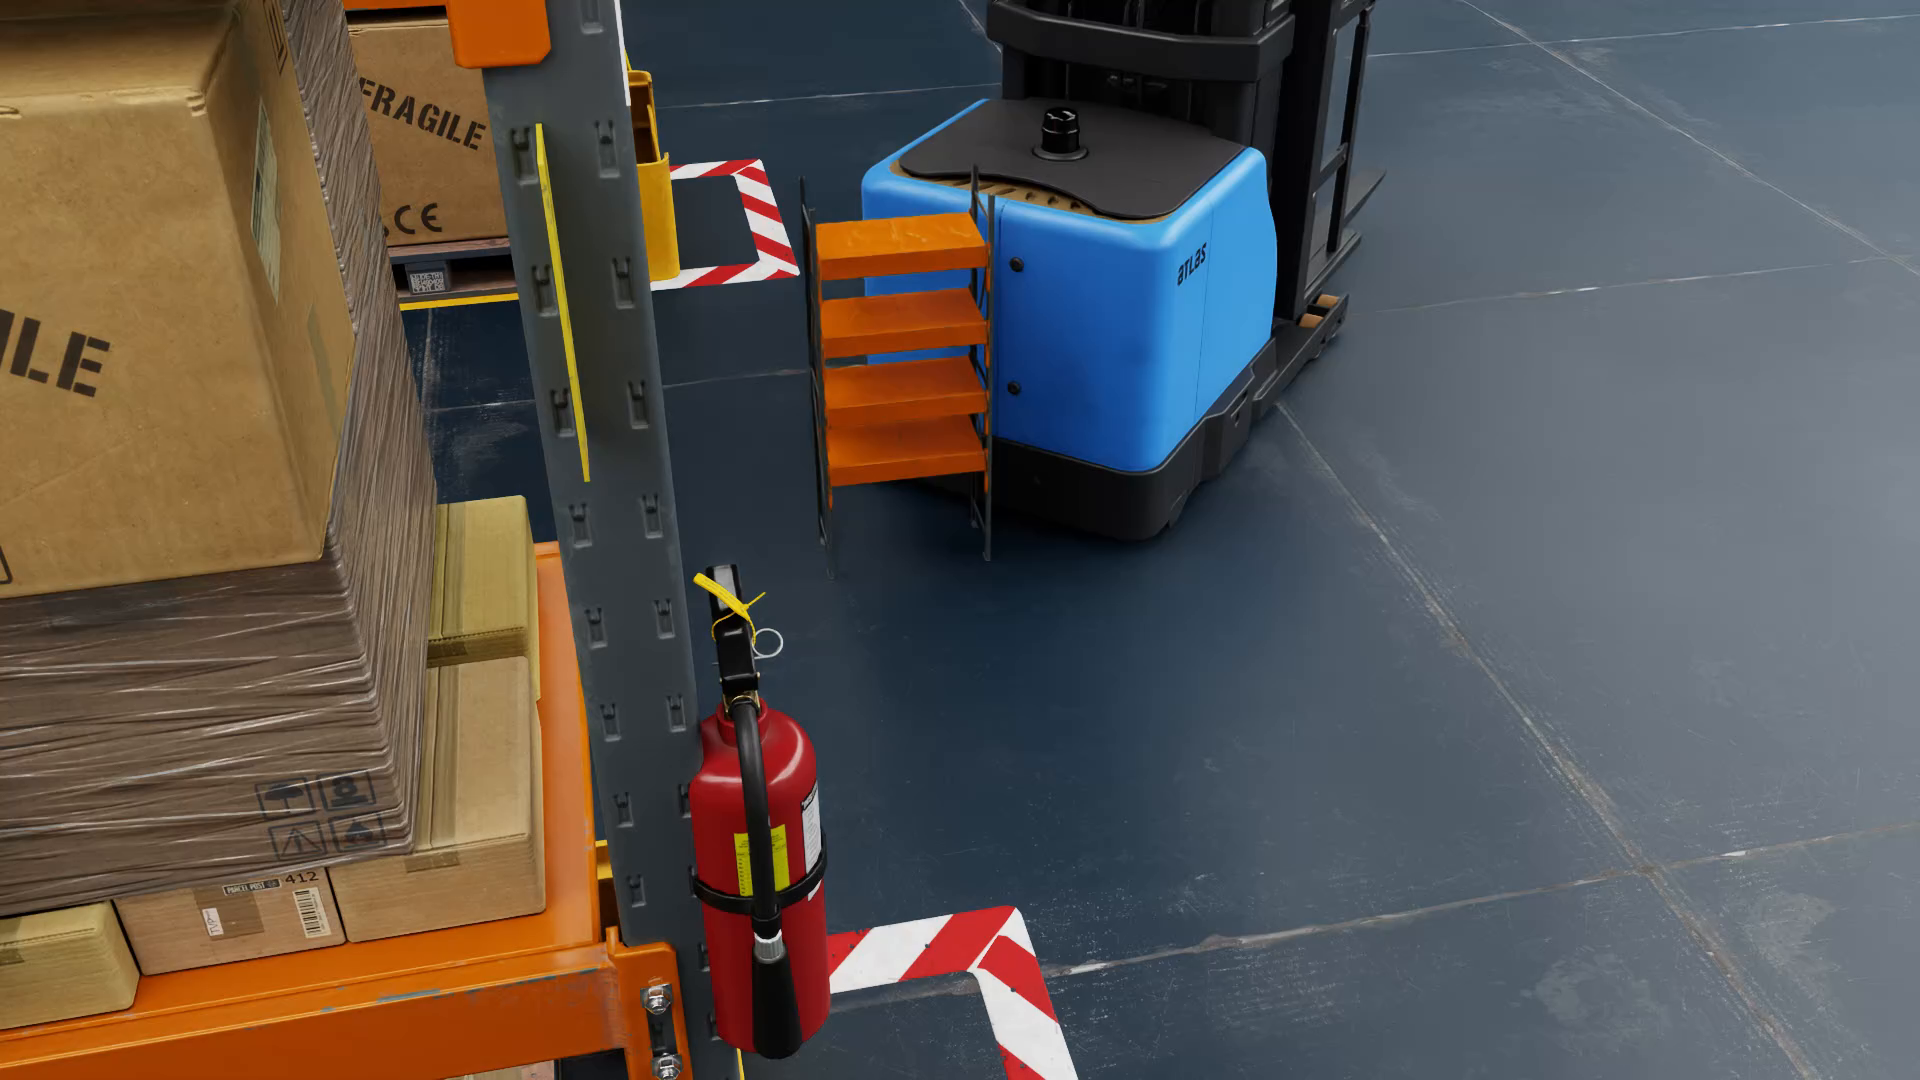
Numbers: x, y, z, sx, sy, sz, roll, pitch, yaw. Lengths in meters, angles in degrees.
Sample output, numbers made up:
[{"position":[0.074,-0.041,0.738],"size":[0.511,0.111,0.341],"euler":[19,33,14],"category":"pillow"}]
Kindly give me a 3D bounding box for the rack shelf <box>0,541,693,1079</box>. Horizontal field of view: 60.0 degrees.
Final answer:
[{"position":[-2.425,0.636,2.256],"size":[4.000,0.370,1.077],"euler":[-7,35,-11],"category":"rack shelf"}]

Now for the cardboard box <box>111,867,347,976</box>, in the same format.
[{"position":[-0.950,0.373,2.227],"size":[0.250,0.149,0.380],"euler":[-7,35,-11],"category":"cardboard box"}]

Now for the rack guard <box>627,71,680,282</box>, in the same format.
[{"position":[-1.446,-1.582,7.158],"size":[0.348,0.500,1.175],"euler":[-7,35,-11],"category":"rack guard"}]

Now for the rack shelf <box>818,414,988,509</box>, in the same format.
[{"position":[-0.176,-0.247,5.018],"size":[0.480,0.148,0.258],"euler":[-7,34,-10],"category":"rack shelf"}]

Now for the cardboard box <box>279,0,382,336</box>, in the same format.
[{"position":[-1.070,-0.569,2.152],"size":[0.500,0.500,0.500],"euler":[-7,35,-11],"category":"cardboard box"}]

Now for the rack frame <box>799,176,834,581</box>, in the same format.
[{"position":[-0.415,-0.440,4.829],"size":[0.015,1.200,0.240],"euler":[-7,34,-10],"category":"rack frame"}]

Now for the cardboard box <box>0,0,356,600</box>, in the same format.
[{"position":[-0.956,-0.287,1.731],"size":[0.500,0.500,0.500],"euler":[-7,35,-11],"category":"cardboard box"}]

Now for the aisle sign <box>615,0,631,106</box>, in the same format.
[{"position":[-0.347,-0.832,1.466],"size":[0.004,0.787,0.394],"euler":[-7,35,-11],"category":"aisle sign"}]

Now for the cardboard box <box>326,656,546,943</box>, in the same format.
[{"position":[-0.706,0.343,2.272],"size":[0.250,0.149,0.380],"euler":[-7,35,-11],"category":"cardboard box"}]

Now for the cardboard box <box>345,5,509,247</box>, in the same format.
[{"position":[-2.116,-1.789,6.755],"size":[0.875,0.875,0.875],"euler":[-7,34,-10],"category":"cardboard box"}]

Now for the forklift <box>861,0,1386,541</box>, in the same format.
[{"position":[0.839,-2.012,5.619],"size":[1.130,2.935,3.031],"euler":[17,37,24],"category":"forklift"}]

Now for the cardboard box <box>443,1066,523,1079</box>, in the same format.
[{"position":[-1.087,1.023,2.900],"size":[0.500,0.500,0.500],"euler":[-1,34,-2],"category":"cardboard box"}]

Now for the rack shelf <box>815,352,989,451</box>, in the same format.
[{"position":[-0.176,-0.412,4.908],"size":[0.480,0.148,0.258],"euler":[-7,34,-10],"category":"rack shelf"}]

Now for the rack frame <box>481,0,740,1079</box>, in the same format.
[{"position":[-0.474,0.092,2.422],"size":[0.127,3.000,1.000],"euler":[-7,35,-11],"category":"rack frame"}]

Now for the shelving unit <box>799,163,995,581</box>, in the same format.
[{"position":[-0.176,-0.468,4.870],"size":[0.503,1.200,0.258],"euler":[-7,34,-10],"category":"shelving unit"}]

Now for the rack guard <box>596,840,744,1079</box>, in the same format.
[{"position":[-0.548,1.139,3.104],"size":[0.348,0.500,1.175],"euler":[-7,35,-11],"category":"rack guard"}]

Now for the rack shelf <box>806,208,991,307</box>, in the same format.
[{"position":[-0.176,-0.794,4.651],"size":[0.480,0.148,0.258],"euler":[-7,34,-10],"category":"rack shelf"}]

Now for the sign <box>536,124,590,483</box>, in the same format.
[{"position":[-0.371,-0.216,1.558],"size":[0.005,0.325,0.100],"euler":[-7,35,-11],"category":"sign"}]

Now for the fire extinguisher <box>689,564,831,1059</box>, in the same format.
[{"position":[-0.261,0.360,2.091],"size":[0.183,0.674,0.296],"euler":[-7,35,-11],"category":"fire extinguisher"}]

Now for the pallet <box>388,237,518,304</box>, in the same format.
[{"position":[-2.232,-1.318,7.024],"size":[1.213,0.211,1.003],"euler":[-7,35,-11],"category":"pallet"}]

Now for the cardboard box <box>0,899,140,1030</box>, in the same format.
[{"position":[-1.183,0.432,2.139],"size":[0.250,0.149,0.380],"euler":[-7,35,-11],"category":"cardboard box"}]

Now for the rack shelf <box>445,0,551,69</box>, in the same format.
[{"position":[-2.425,-0.609,1.420],"size":[4.000,0.370,1.077],"euler":[-7,35,-11],"category":"rack shelf"}]

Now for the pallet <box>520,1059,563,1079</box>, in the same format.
[{"position":[-1.348,1.339,3.065],"size":[1.213,0.211,1.003],"euler":[-7,35,-11],"category":"pallet"}]

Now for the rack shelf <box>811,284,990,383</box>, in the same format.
[{"position":[-0.176,-0.597,4.783],"size":[0.480,0.148,0.258],"euler":[-7,34,-10],"category":"rack shelf"}]

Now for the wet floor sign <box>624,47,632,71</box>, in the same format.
[{"position":[-1.878,-2.719,8.722],"size":[0.232,0.644,0.267],"euler":[-13,36,-19],"category":"wet floor sign"}]

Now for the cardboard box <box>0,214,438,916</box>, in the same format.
[{"position":[-1.016,-0.021,2.232],"size":[0.500,0.500,0.875],"euler":[-7,35,-11],"category":"cardboard box"}]

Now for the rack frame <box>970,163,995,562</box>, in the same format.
[{"position":[0.063,-0.495,4.911],"size":[0.015,1.200,0.240],"euler":[-7,34,-10],"category":"rack frame"}]

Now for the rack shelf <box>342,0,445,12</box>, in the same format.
[{"position":[-3.420,-2.072,6.291],"size":[4.000,0.370,1.077],"euler":[-7,35,-11],"category":"rack shelf"}]

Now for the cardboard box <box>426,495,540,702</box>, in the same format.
[{"position":[-0.805,0.101,2.633],"size":[0.250,0.149,0.380],"euler":[-7,35,-11],"category":"cardboard box"}]
